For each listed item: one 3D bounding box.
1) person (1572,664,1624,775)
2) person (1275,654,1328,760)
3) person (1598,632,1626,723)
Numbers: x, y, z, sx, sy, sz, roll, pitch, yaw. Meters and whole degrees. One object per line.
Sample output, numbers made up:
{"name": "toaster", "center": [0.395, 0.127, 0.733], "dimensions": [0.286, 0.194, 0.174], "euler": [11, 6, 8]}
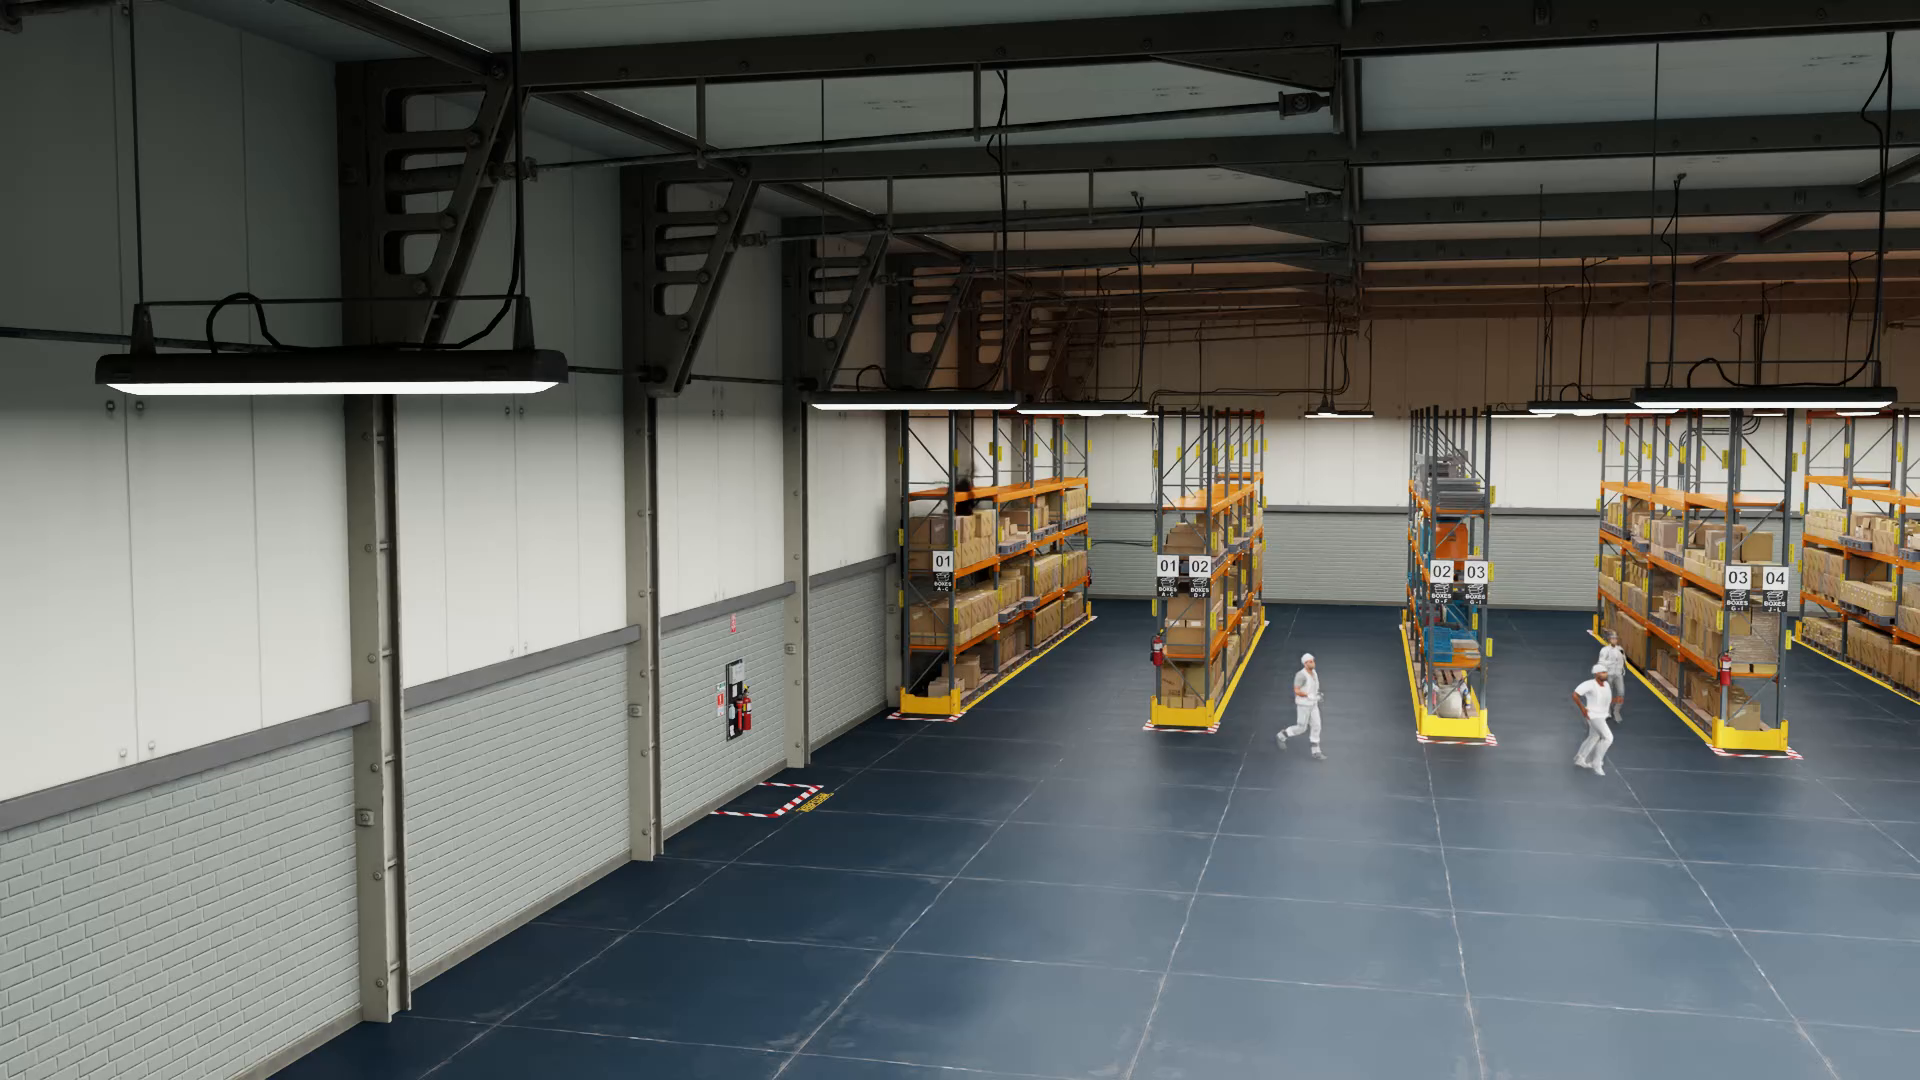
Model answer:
{"name": "person", "center": [10.392, 2.918, 27.075], "dimensions": [0.661, 1.823, 0.747], "euler": [-4, 6, -44]}
{"name": "person", "center": [5.853, 2.812, 28.268], "dimensions": [0.940, 1.784, 0.666], "euler": [4, 6, 44]}
{"name": "person", "center": [12.466, 2.608, 31.709], "dimensions": [0.592, 1.729, 0.684], "euler": [0, 4, 3]}
